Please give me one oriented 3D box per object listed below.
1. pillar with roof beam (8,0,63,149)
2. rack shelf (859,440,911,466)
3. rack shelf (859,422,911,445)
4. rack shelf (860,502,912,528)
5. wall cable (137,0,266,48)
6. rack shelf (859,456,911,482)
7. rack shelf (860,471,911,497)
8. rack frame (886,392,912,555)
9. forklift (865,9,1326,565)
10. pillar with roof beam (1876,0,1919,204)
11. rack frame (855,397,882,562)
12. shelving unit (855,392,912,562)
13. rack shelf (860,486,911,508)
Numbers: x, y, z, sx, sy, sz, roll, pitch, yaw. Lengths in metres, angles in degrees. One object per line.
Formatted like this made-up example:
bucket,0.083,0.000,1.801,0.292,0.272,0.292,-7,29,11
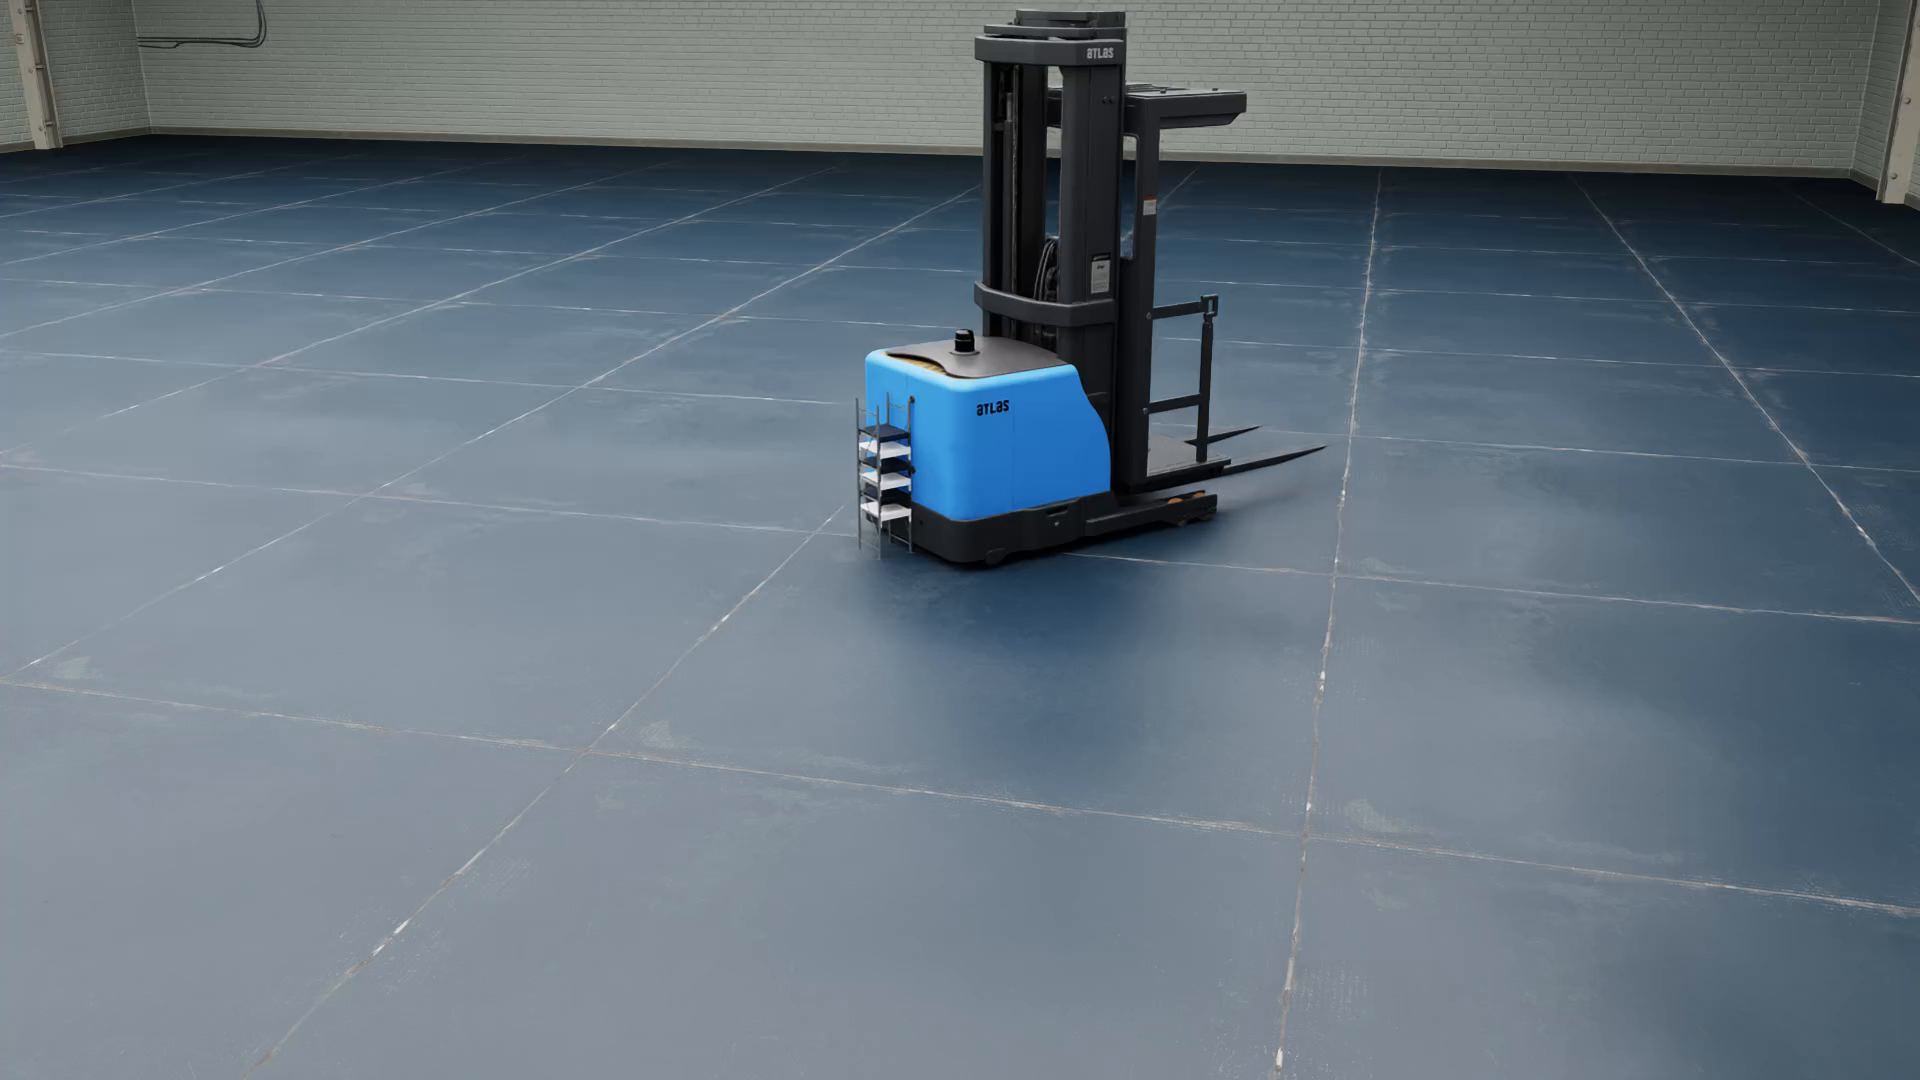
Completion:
pillar with roof beam,-12.952,-11.285,28.805,9.100,9.000,0.400,5,19,13
rack shelf,-0.427,-0.494,9.287,0.200,0.077,0.258,-13,23,-33
rack shelf,-0.427,-0.579,9.258,0.200,0.077,0.258,-13,23,-33
rack shelf,-0.427,-0.153,9.403,0.200,0.077,0.258,-13,23,-33
wall cable,-15.124,-10.975,32.700,3.097,2.526,0.112,5,19,13
rack shelf,-0.427,-0.409,9.316,0.200,0.077,0.258,-13,23,-33
rack shelf,-0.427,-0.323,9.345,0.200,0.077,0.258,-13,23,-33
rack frame,-0.343,-0.374,9.389,0.006,0.900,0.240,-13,23,-33
forklift,0.944,-1.598,9.830,3.031,2.935,1.130,-13,23,-33
pillar with roof beam,9.244,-9.477,23.513,9.100,9.000,0.400,5,19,13
rack frame,-0.511,-0.336,9.280,0.006,0.900,0.240,-13,23,-33
shelving unit,-0.427,-0.355,9.334,0.210,0.900,0.258,-13,23,-33
rack shelf,-0.427,-0.238,9.374,0.200,0.077,0.258,-13,23,-33
